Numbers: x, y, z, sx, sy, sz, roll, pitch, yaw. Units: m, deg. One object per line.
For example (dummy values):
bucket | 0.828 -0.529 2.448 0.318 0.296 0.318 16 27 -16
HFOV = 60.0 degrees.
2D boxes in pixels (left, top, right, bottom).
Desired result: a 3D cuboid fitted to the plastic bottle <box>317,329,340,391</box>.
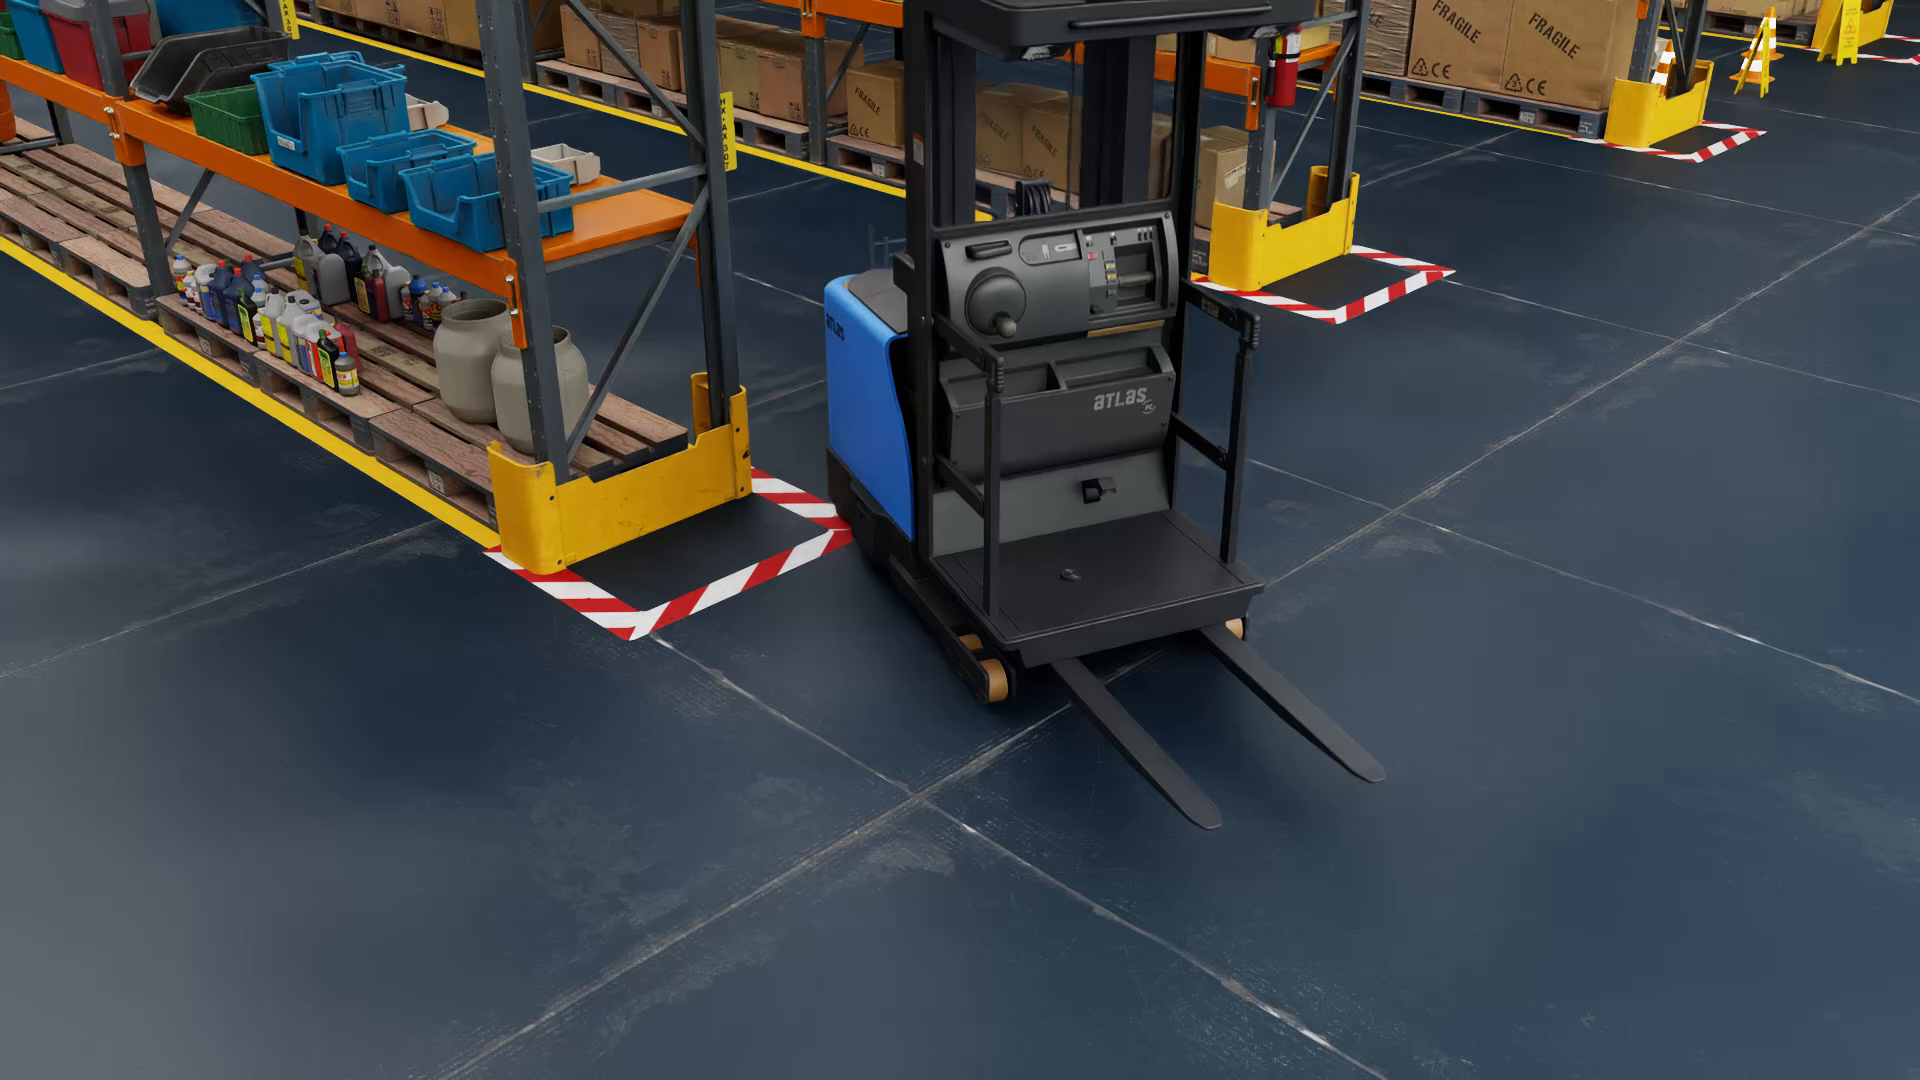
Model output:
plastic bottle | -3.090 -0.886 8.159 0.061 0.283 0.133 -24 36 -38

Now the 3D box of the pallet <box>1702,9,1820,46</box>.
pallet | 8.435 -5.408 17.308 1.213 0.211 1.003 25 36 38

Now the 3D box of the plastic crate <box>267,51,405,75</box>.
plastic crate | -3.250 -2.377 8.706 0.616 0.251 0.499 25 36 38

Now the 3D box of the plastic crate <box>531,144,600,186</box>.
plastic crate | -1.789 -1.690 7.525 0.250 0.136 0.298 25 36 38

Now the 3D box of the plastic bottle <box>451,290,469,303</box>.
plastic bottle | -2.600 -1.176 8.709 0.061 0.283 0.133 -25 36 -38

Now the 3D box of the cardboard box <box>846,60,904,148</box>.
cardboard box | -0.500 -3.293 12.524 0.500 0.500 0.500 23 36 37

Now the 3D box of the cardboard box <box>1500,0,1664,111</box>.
cardboard box | 5.115 -4.110 13.675 0.875 0.875 0.875 25 37 39

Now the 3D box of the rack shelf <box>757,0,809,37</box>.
rack shelf | -2.183 -4.691 13.722 4.000 0.370 1.077 25 36 38

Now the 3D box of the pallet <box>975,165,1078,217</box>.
pallet | 0.621 -2.517 11.811 1.213 0.211 1.003 25 36 38

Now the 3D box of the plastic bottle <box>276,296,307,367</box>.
plastic bottle | -3.374 -1.074 8.442 0.144 0.351 0.185 -24 36 -37

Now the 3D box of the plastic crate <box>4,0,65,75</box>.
plastic crate | -5.234 -2.963 9.679 0.575 0.384 0.392 25 36 38

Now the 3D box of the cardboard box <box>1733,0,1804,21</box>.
cardboard box | 8.261 -5.492 16.975 0.500 0.250 0.500 24 36 38

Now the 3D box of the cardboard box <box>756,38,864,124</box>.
cardboard box | -1.179 -3.653 13.187 0.500 0.500 0.700 21 34 35

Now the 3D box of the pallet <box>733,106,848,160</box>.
pallet | -1.313 -3.376 13.444 1.213 0.211 1.003 25 36 38

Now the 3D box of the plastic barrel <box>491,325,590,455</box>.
plastic barrel | -1.900 -0.682 7.547 0.421 0.512 0.421 0 28 0

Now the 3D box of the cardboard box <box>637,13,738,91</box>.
cardboard box | -2.304 -4.179 14.188 0.700 0.500 0.500 -22 35 -35

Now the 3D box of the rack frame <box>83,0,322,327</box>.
rack frame | -4.229 -2.713 9.187 0.127 3.000 1.000 25 36 38

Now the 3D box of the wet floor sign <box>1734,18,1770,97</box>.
wet floor sign | 7.054 -4.271 14.678 0.232 0.644 0.267 18 33 30

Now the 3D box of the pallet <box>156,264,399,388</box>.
pallet | -3.780 -1.246 9.393 1.213 0.211 1.003 25 36 38

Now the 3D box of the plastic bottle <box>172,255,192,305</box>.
plastic bottle | -4.309 -1.451 9.245 0.097 0.271 0.097 0 28 0

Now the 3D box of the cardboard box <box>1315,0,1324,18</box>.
cardboard box | 3.192 -4.987 15.343 0.875 0.875 0.875 -25 36 -38

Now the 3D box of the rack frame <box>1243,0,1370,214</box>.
rack frame | 2.096 -3.052 9.831 0.127 3.000 1.000 25 36 38

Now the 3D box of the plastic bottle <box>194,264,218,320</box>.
plastic bottle | -4.060 -1.357 9.061 0.152 0.276 0.135 -24 36 -37

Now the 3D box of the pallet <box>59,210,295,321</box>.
pallet | -4.816 -1.723 10.299 1.213 0.211 1.003 25 36 38

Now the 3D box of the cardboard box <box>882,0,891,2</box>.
cardboard box | -0.447 -3.918 11.747 0.250 0.149 0.380 25 36 38

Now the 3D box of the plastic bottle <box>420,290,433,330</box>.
plastic bottle | -2.838 -1.236 8.912 0.097 0.201 0.097 0 28 0

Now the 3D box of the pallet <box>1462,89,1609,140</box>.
pallet | 5.020 -3.666 13.995 1.213 0.211 1.003 25 36 38

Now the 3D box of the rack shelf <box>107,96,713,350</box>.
rack shelf | -2.803 -1.742 8.114 4.000 0.370 1.077 25 36 38

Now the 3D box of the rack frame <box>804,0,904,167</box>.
rack frame | -0.757 -4.357 12.313 0.127 3.000 1.000 25 36 38

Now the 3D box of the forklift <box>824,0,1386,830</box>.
forklift | 0.457 -0.923 5.855 1.130 2.935 3.031 -11 30 -21

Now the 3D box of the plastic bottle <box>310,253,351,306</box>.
plastic bottle | -3.517 -1.468 9.273 0.135 0.276 0.152 25 36 38

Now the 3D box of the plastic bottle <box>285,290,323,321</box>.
plastic bottle | -3.421 -1.159 8.684 0.135 0.276 0.152 25 36 38

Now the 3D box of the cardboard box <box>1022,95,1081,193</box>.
cardboard box | 0.779 -2.735 11.463 0.500 0.500 0.500 -21 34 -35

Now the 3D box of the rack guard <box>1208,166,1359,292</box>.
rack guard | 2.041 -1.970 10.460 0.348 0.500 1.175 25 36 38

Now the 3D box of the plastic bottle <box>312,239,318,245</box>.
plastic bottle | -3.752 -1.655 9.708 0.097 0.201 0.097 0 28 0

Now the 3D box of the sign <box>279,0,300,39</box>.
sign | -3.836 -3.015 9.463 0.005 0.325 0.100 25 36 38

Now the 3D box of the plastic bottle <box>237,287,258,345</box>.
plastic bottle | -3.721 -1.175 8.708 0.061 0.283 0.133 -23 36 -37

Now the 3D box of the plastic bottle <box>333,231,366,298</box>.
plastic bottle | -3.431 -1.559 9.365 0.185 0.351 0.144 22 35 36

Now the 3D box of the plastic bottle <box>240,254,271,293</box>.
plastic bottle | -3.843 -1.382 9.030 0.185 0.351 0.144 25 36 38

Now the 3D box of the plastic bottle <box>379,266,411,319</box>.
plastic bottle | -3.088 -1.366 9.078 0.152 0.276 0.135 -25 36 -38

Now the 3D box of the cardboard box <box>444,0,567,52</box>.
cardboard box | -4.086 -5.140 15.633 0.875 0.875 1.225 23 35 36

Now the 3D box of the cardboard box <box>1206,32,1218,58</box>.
cardboard box | 1.570 -3.047 10.092 0.250 0.149 0.380 25 36 38

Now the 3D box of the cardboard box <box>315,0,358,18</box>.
cardboard box | -5.991 -6.011 17.290 0.875 0.875 1.225 25 36 39

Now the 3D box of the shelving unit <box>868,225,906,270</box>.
shelving unit | -0.254 -0.831 7.541 0.258 1.200 0.189 -11 30 -21

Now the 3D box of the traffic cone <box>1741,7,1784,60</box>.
traffic cone | 7.832 -4.930 16.129 0.334 0.463 0.336 25 36 38

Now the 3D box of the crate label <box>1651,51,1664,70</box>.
crate label | 6.693 -4.542 15.742 0.298 0.136 0.250 7 29 13

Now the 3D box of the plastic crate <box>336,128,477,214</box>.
plastic crate | -2.403 -1.620 7.268 0.408 0.251 0.499 25 36 38

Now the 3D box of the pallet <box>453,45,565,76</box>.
pallet | -4.118 -4.710 15.981 1.213 0.211 1.003 25 36 38
